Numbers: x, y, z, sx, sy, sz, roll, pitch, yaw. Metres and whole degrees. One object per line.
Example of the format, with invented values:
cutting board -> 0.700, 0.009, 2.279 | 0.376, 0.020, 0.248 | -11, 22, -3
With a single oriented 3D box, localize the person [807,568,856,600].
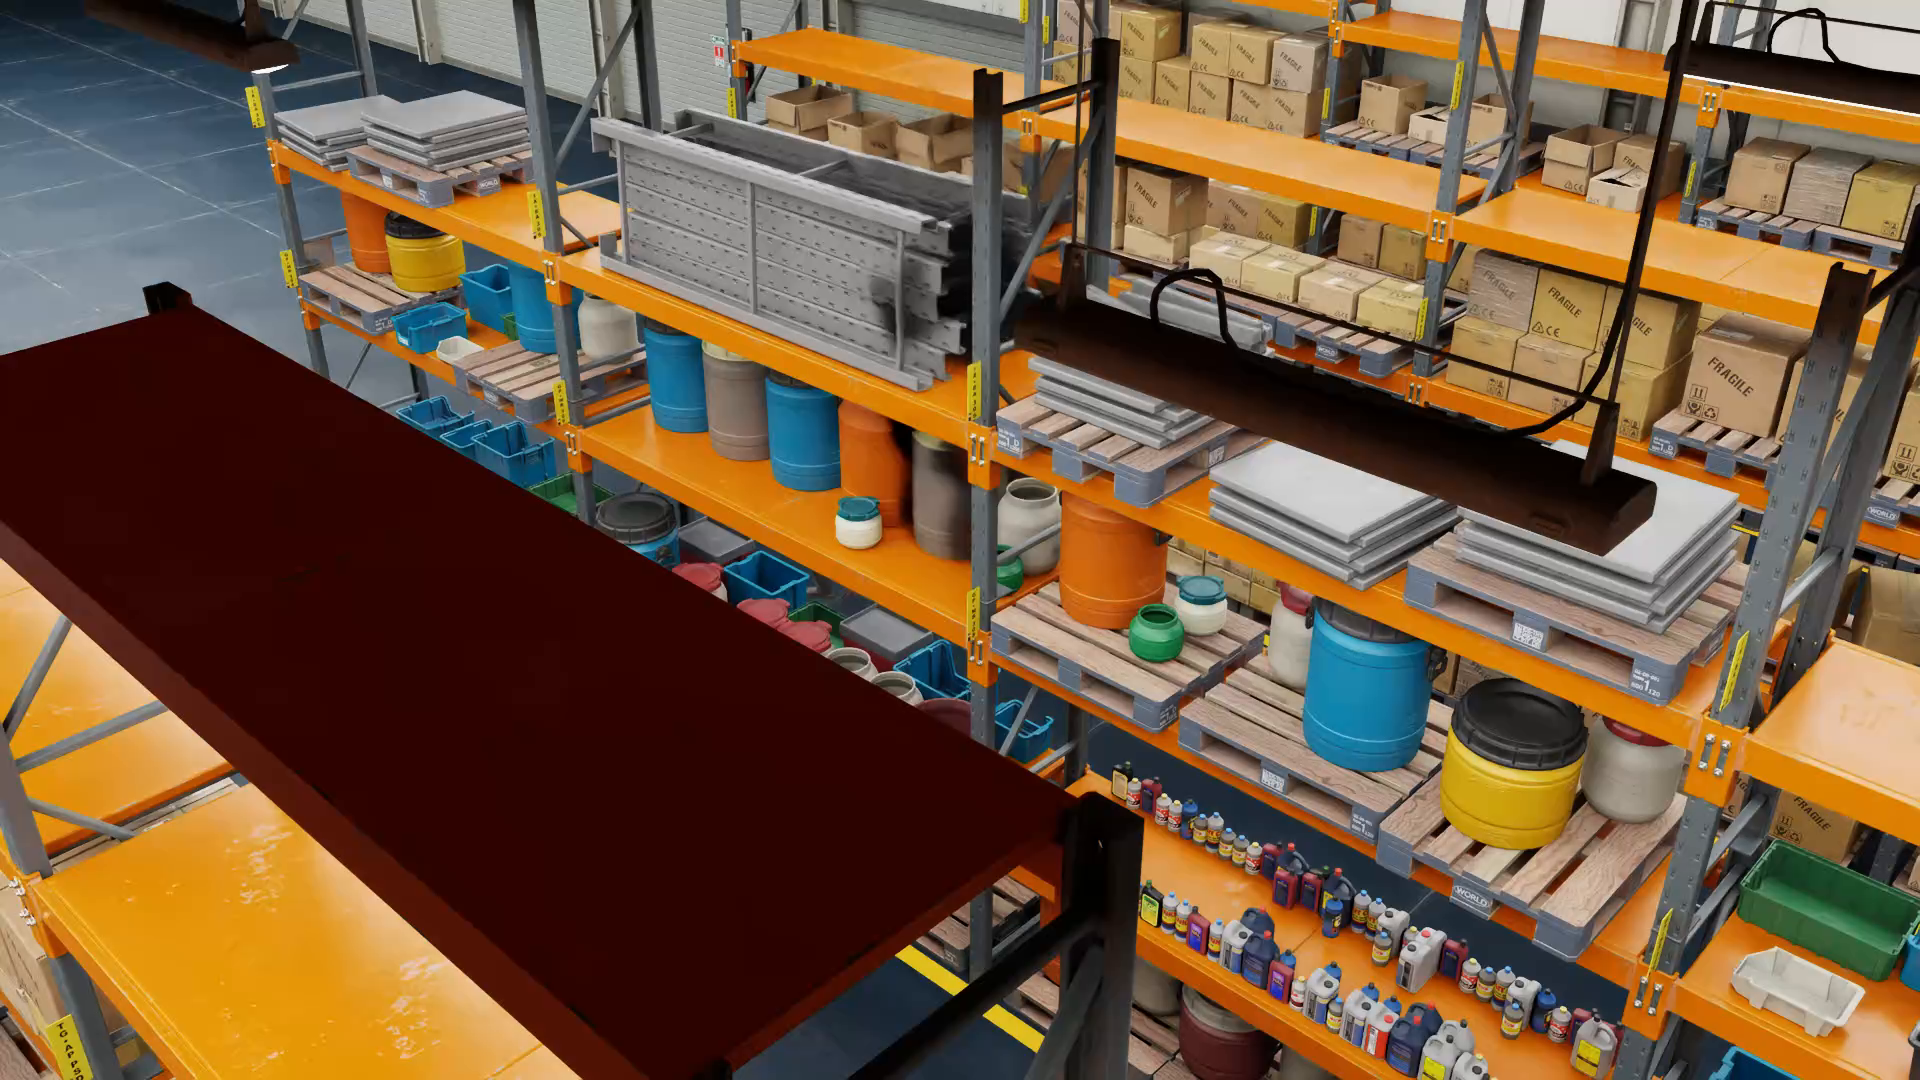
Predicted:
person -> -1.132, -0.188, 14.351 | 0.556, 1.638, 0.599 | 19, 35, 30
